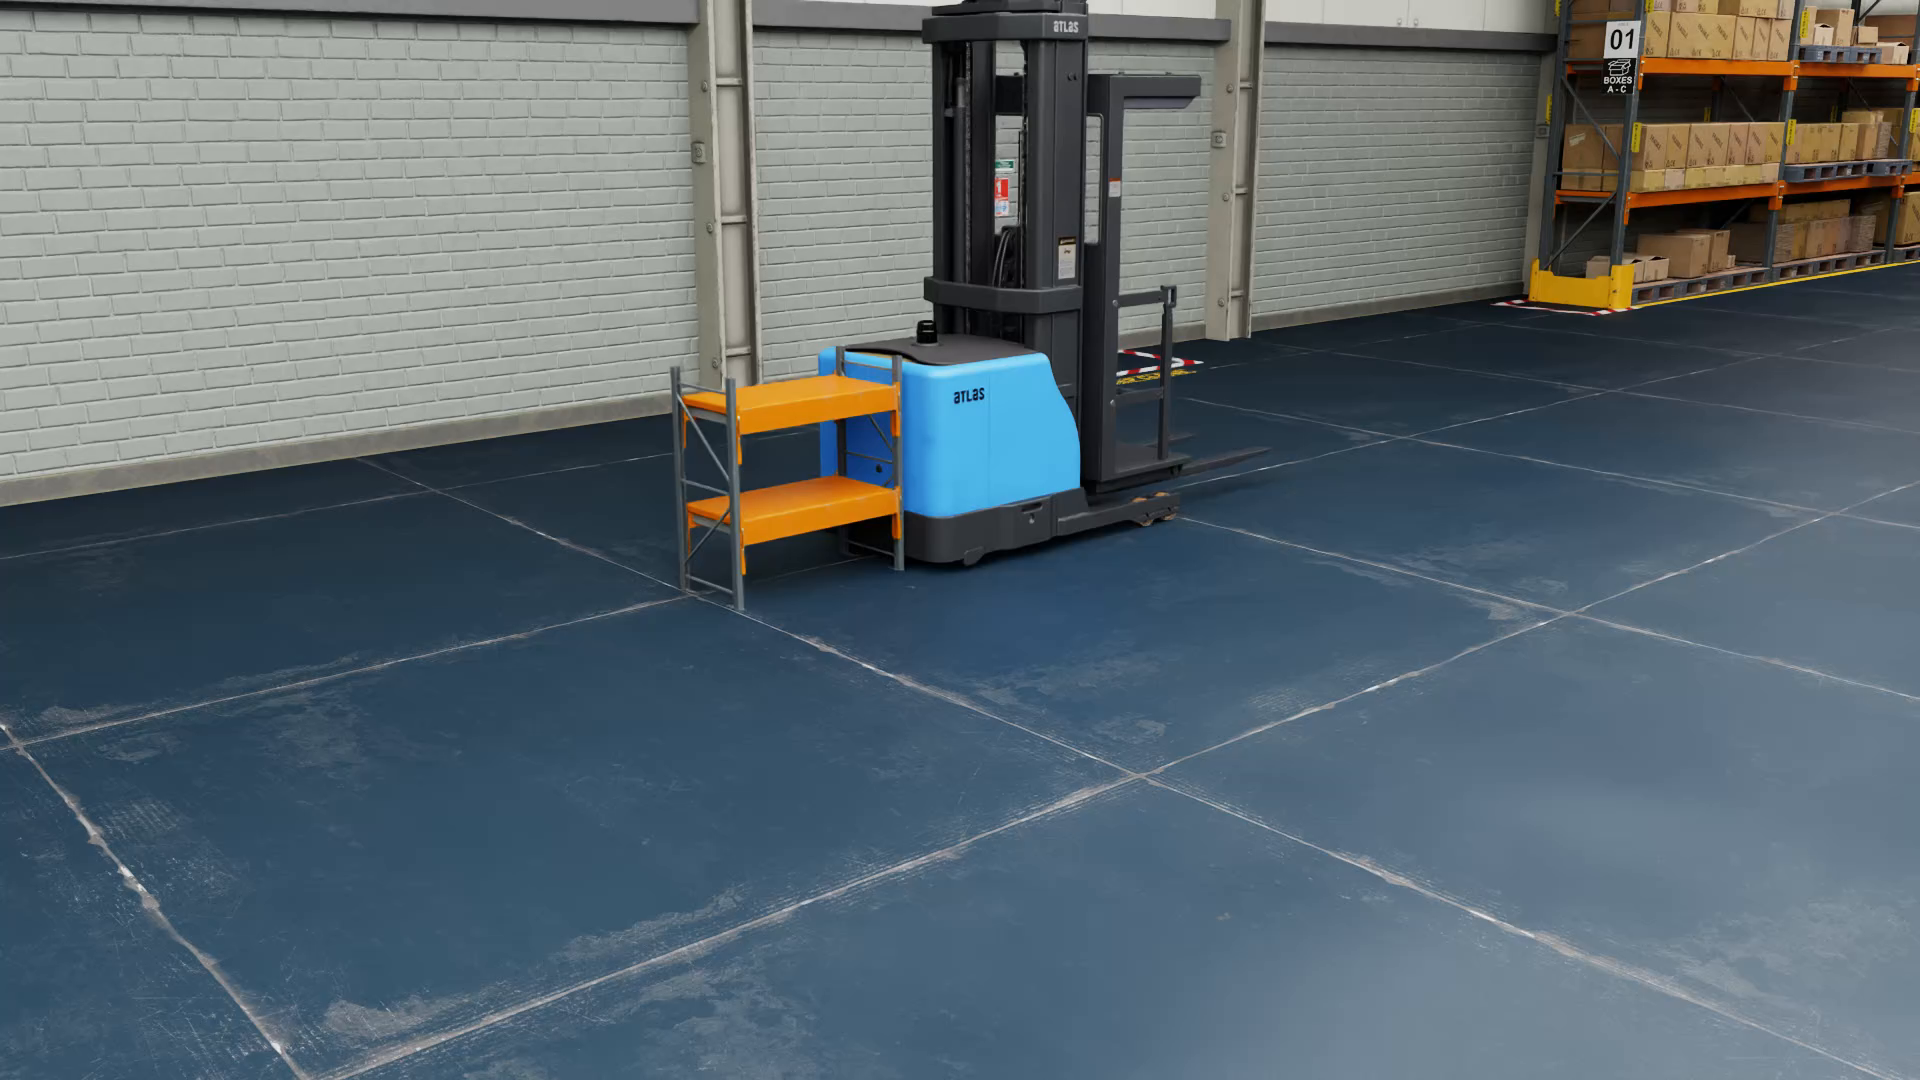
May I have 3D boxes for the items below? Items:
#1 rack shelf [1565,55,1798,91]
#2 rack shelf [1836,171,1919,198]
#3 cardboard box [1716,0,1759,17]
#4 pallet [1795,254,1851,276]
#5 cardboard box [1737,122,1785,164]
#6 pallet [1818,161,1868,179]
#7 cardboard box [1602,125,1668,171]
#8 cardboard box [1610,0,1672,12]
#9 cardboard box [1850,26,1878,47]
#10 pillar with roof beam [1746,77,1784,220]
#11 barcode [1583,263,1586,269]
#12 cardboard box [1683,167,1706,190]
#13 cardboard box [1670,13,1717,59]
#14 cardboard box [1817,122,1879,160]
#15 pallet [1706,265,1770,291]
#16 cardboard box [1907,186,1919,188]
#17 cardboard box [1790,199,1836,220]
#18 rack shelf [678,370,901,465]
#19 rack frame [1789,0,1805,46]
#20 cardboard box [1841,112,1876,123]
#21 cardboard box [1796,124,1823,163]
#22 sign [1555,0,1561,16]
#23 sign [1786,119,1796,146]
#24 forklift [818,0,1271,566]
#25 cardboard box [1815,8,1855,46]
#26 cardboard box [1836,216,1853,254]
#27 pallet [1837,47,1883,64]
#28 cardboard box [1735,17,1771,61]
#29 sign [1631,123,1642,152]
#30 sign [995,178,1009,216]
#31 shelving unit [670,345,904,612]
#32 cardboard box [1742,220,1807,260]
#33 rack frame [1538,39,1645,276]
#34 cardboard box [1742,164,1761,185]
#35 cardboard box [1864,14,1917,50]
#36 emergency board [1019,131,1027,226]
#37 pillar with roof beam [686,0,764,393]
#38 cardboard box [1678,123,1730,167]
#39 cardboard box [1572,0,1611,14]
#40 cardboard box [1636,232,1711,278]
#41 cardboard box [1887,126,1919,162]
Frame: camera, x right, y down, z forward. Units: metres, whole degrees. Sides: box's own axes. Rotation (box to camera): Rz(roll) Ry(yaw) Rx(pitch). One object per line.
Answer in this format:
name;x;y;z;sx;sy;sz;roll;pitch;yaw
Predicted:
rack shelf;8.801;-5.685;20.302;4.000;0.370;1.077;-13;19;-39
rack shelf;14.836;-5.591;25.762;4.000;0.370;1.077;-13;19;-39
cardboard box;9.317;-6.589;20.123;0.500;0.500;0.500;-14;20;-41
pallet;11.817;-3.915;23.497;1.213;0.211;1.003;-13;19;-39
cardboard box;10.157;-5.081;21.259;0.500;0.500;0.500;-13;20;-39
pallet;11.861;-5.164;23.141;1.213;0.211;1.003;-13;19;-39
cardboard box;7.850;-4.566;19.331;0.500;0.500;0.500;-13;19;-39
cardboard box;7.743;-6.253;18.863;0.500;0.500;0.500;14;21;43
cardboard box;12.289;-6.907;23.243;0.637;0.503;0.797;-9;18;-32
pillar with roof beam;14.605;-7.608;20.295;0.400;9.000;9.100;-13;19;-39
barcode;7.625;-3.343;20.293;0.075;0.075;0.001;-13;19;-39
cardboard box;8.640;-4.378;20.081;0.500;0.250;0.500;-13;20;-40
cardboard box;8.527;-5.932;19.601;0.500;0.500;0.500;-12;19;-37
cardboard box;12.576;-5.679;23.652;0.700;0.500;0.500;14;20;42
pallet;9.827;-3.454;21.772;1.213;0.211;1.003;-13;19;-39
cardboard box;15.272;-5.155;26.088;0.750;0.750;0.750;-12;19;-38
cardboard box;11.963;-4.662;23.430;0.500;0.250;0.500;-13;20;-40
rack shelf;-0.845;-0.621;8.260;1.000;0.278;0.538;-13;20;-41
rack frame;10.310;-7.820;21.090;0.127;3.000;1.000;-13;19;-39
cardboard box;12.854;-6.052;23.792;0.380;0.149;0.250;12;19;38
cardboard box;11.143;-5.356;22.442;0.500;0.500;0.700;-10;18;-34
sign;6.943;-6.233;19.243;0.005;0.325;0.100;-13;19;-39
sign;10.672;-5.236;21.362;0.005;0.325;0.100;-13;19;-39
forklift;0.643;-1.581;9.489;3.031;2.935;1.130;-13;20;-41
cardboard box;11.706;-6.908;22.481;0.500;0.500;0.500;-14;20;-41
cardboard box;12.354;-4.408;23.930;0.500;0.500;0.700;-13;20;-39
pallet;11.626;-6.541;22.475;1.003;0.211;1.213;-13;19;-39
cardboard box;9.702;-6.212;20.650;0.500;0.500;0.500;14;20;42
sign;7.649;-4.557;18.820;0.005;0.325;0.100;-13;19;-39
sign;0.353;-3.047;14.777;0.234;0.329;0.001;-13;19;-39
shelving unit;-0.845;-0.338;8.335;1.048;1.125;0.538;-13;20;-41
cardboard box;11.211;-4.152;22.973;0.500;0.500;0.700;-13;20;-40
rack frame;7.293;-4.244;19.327;0.127;3.000;1.000;-13;19;-39
cardboard box;9.771;-4.637;21.050;0.500;0.250;0.500;-13;19;-39
cardboard box;13.649;-7.401;24.288;0.700;0.500;0.500;14;21;43
emergency board;0.837;-3.104;15.057;0.643;1.169;0.194;-13;19;-39
pillar with roof beam;1.026;-4.559;8.880;0.400;9.000;9.100;-13;19;-39
cardboard box;9.005;-4.824;20.296;0.500;0.500;0.500;-12;19;-38
cardboard box;7.446;-6.359;19.260;0.500;0.500;0.500;-12;19;-37
cardboard box;8.890;-3.560;20.757;0.500;0.500;0.700;-14;21;-43
cardboard box;13.862;-5.834;24.469;0.500;0.500;0.500;-12;19;-38
